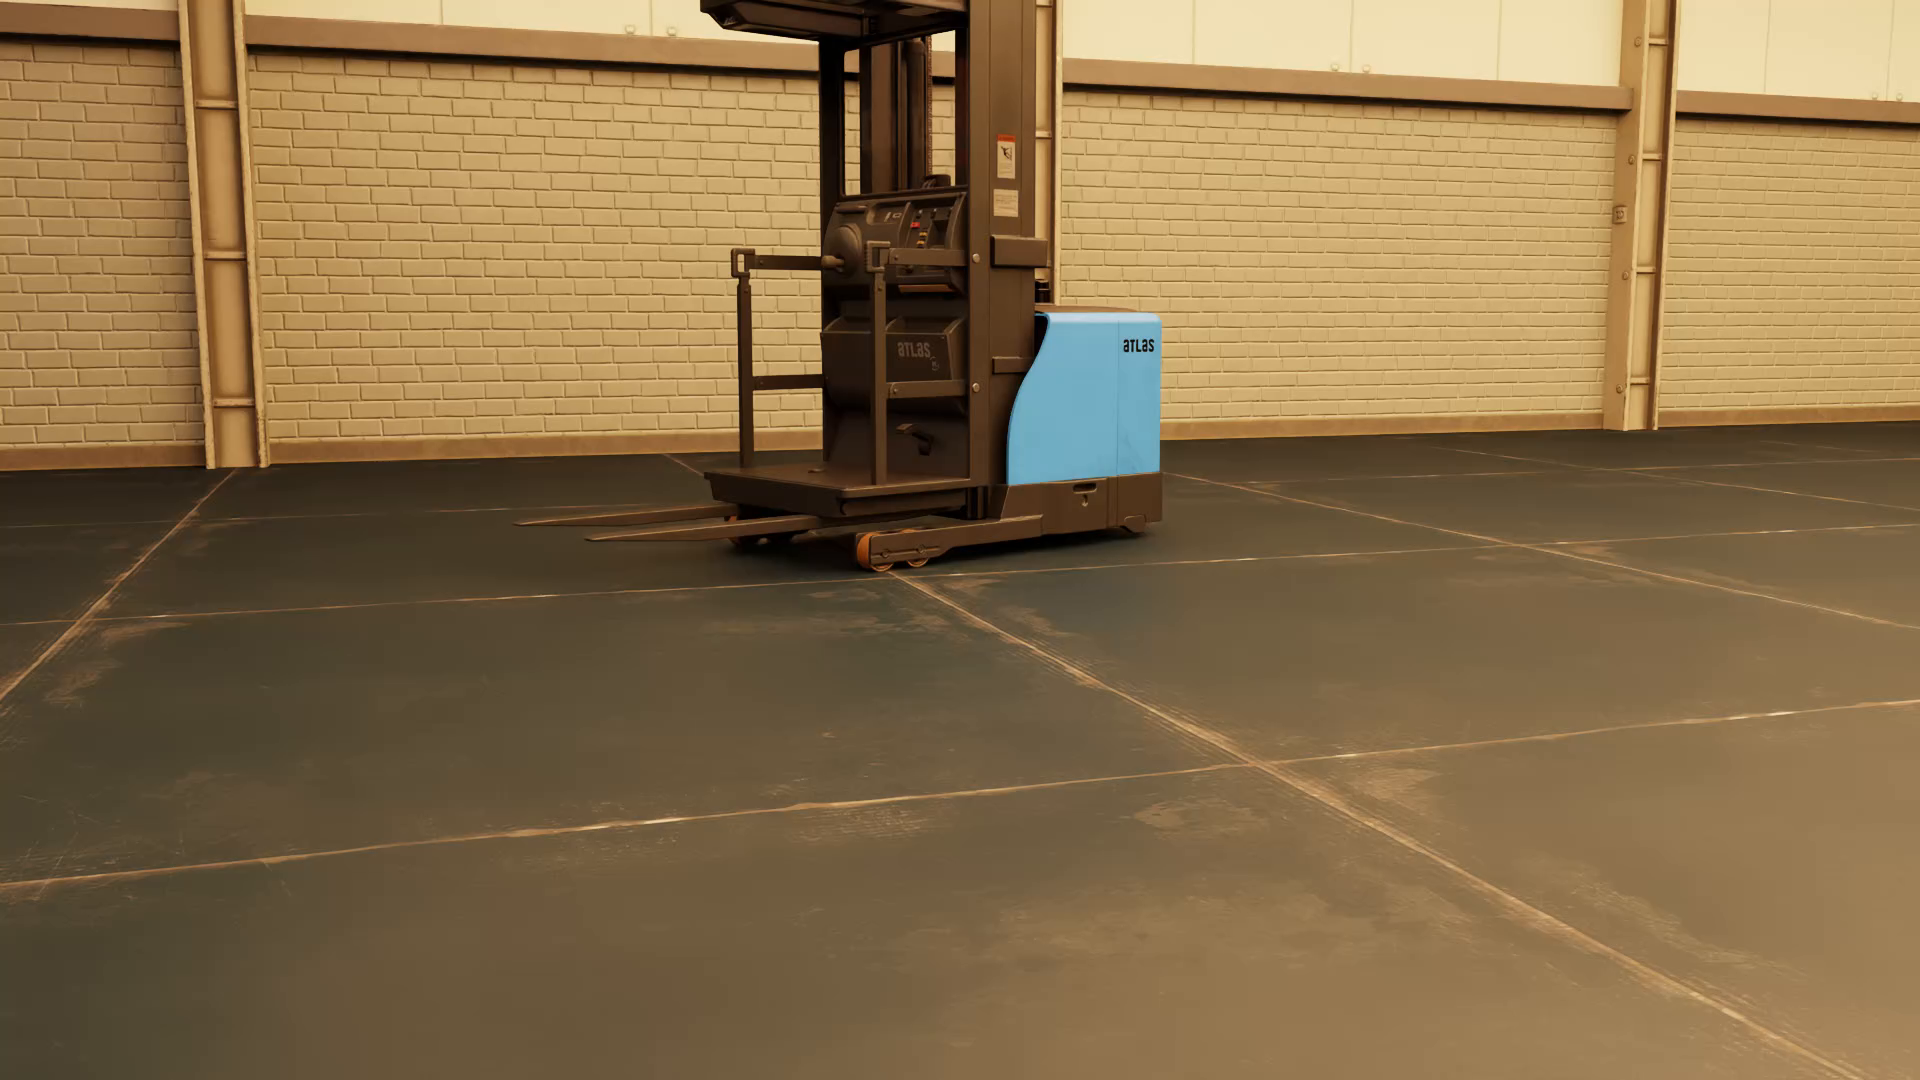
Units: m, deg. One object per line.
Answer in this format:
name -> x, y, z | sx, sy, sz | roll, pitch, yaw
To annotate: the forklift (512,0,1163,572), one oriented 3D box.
forklift -> -0.461, -1.399, 7.333 | 3.031, 2.935, 1.130 | -7, 10, -40
